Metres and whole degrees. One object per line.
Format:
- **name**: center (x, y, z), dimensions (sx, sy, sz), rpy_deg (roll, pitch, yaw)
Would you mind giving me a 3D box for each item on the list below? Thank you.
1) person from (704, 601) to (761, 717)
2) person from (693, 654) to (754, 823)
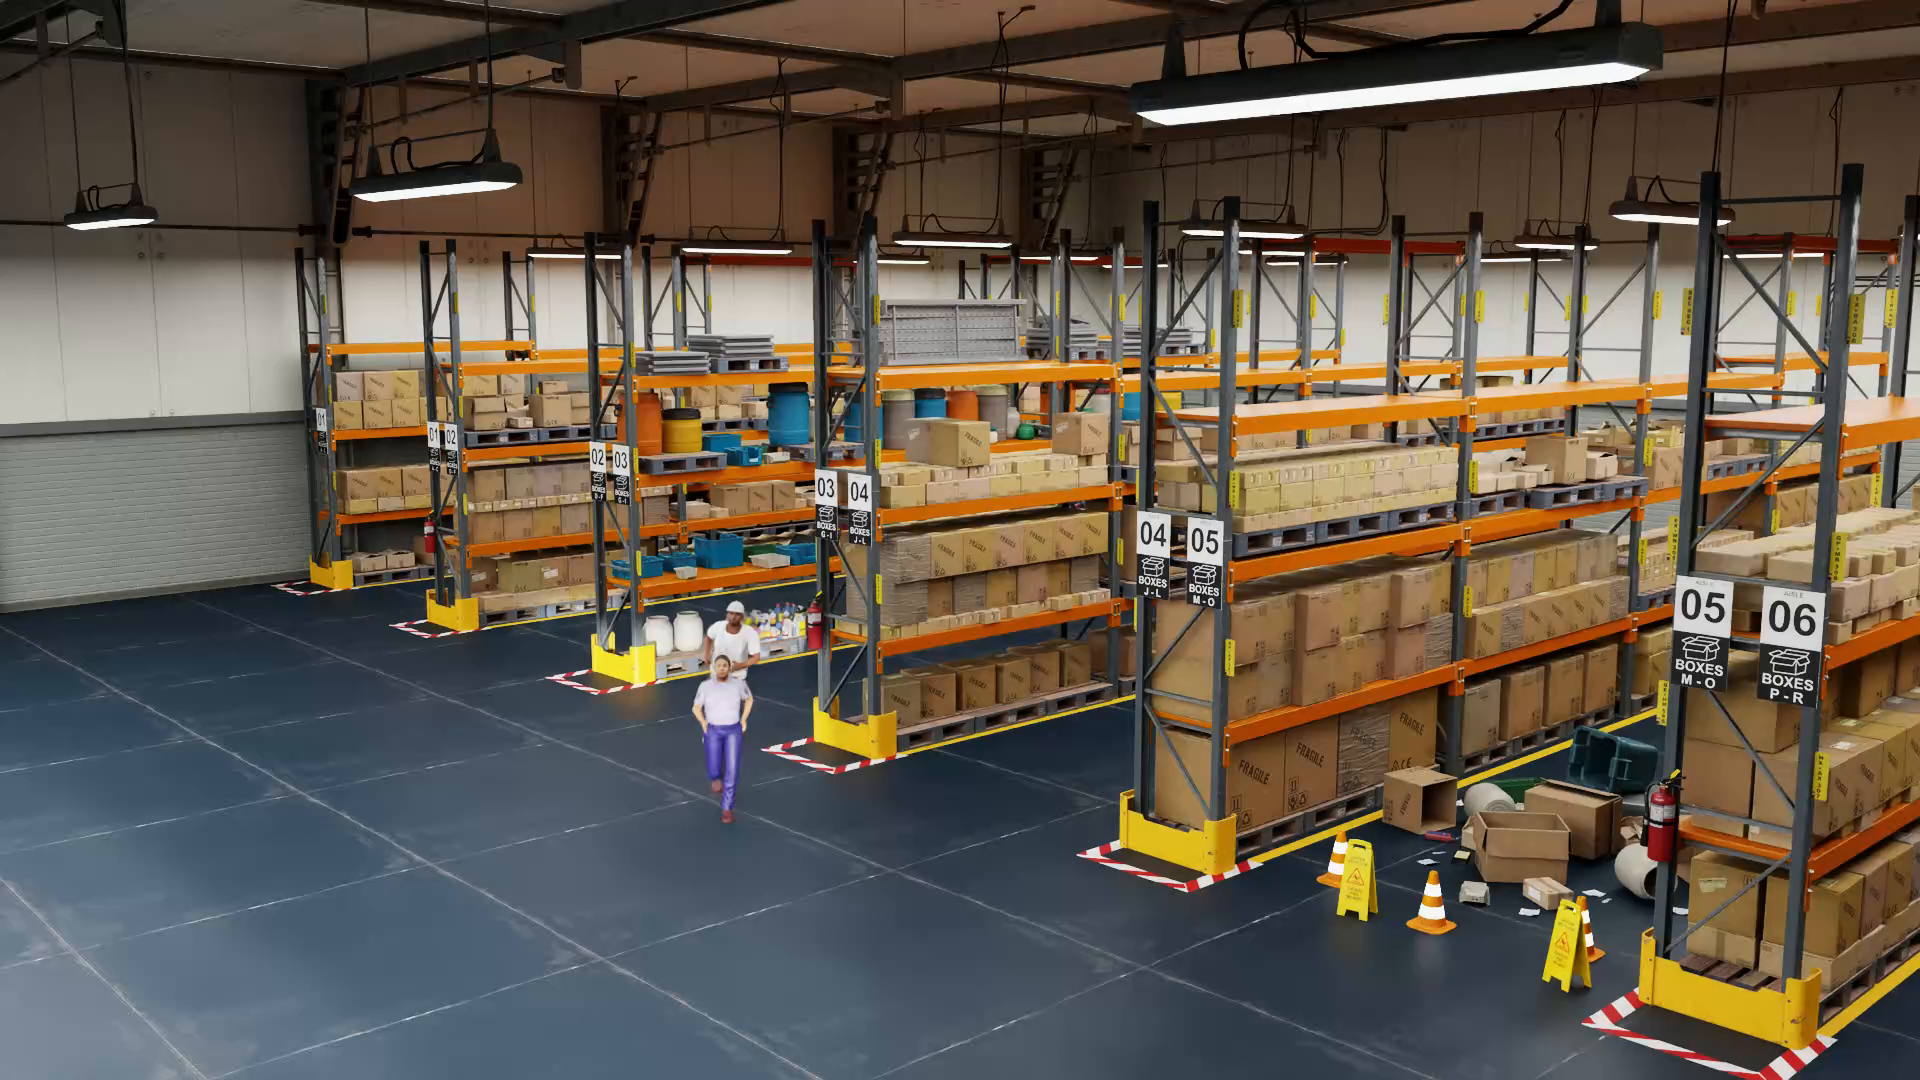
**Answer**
- **person**: center (-2.627, 1.503, 19.016), dimensions (0.730, 1.651, 0.612), rpy_deg (1, 8, 6)
- **person**: center (-2.365, 1.946, 16.664), dimensions (0.607, 1.631, 0.779), rpy_deg (-1, 8, -9)
